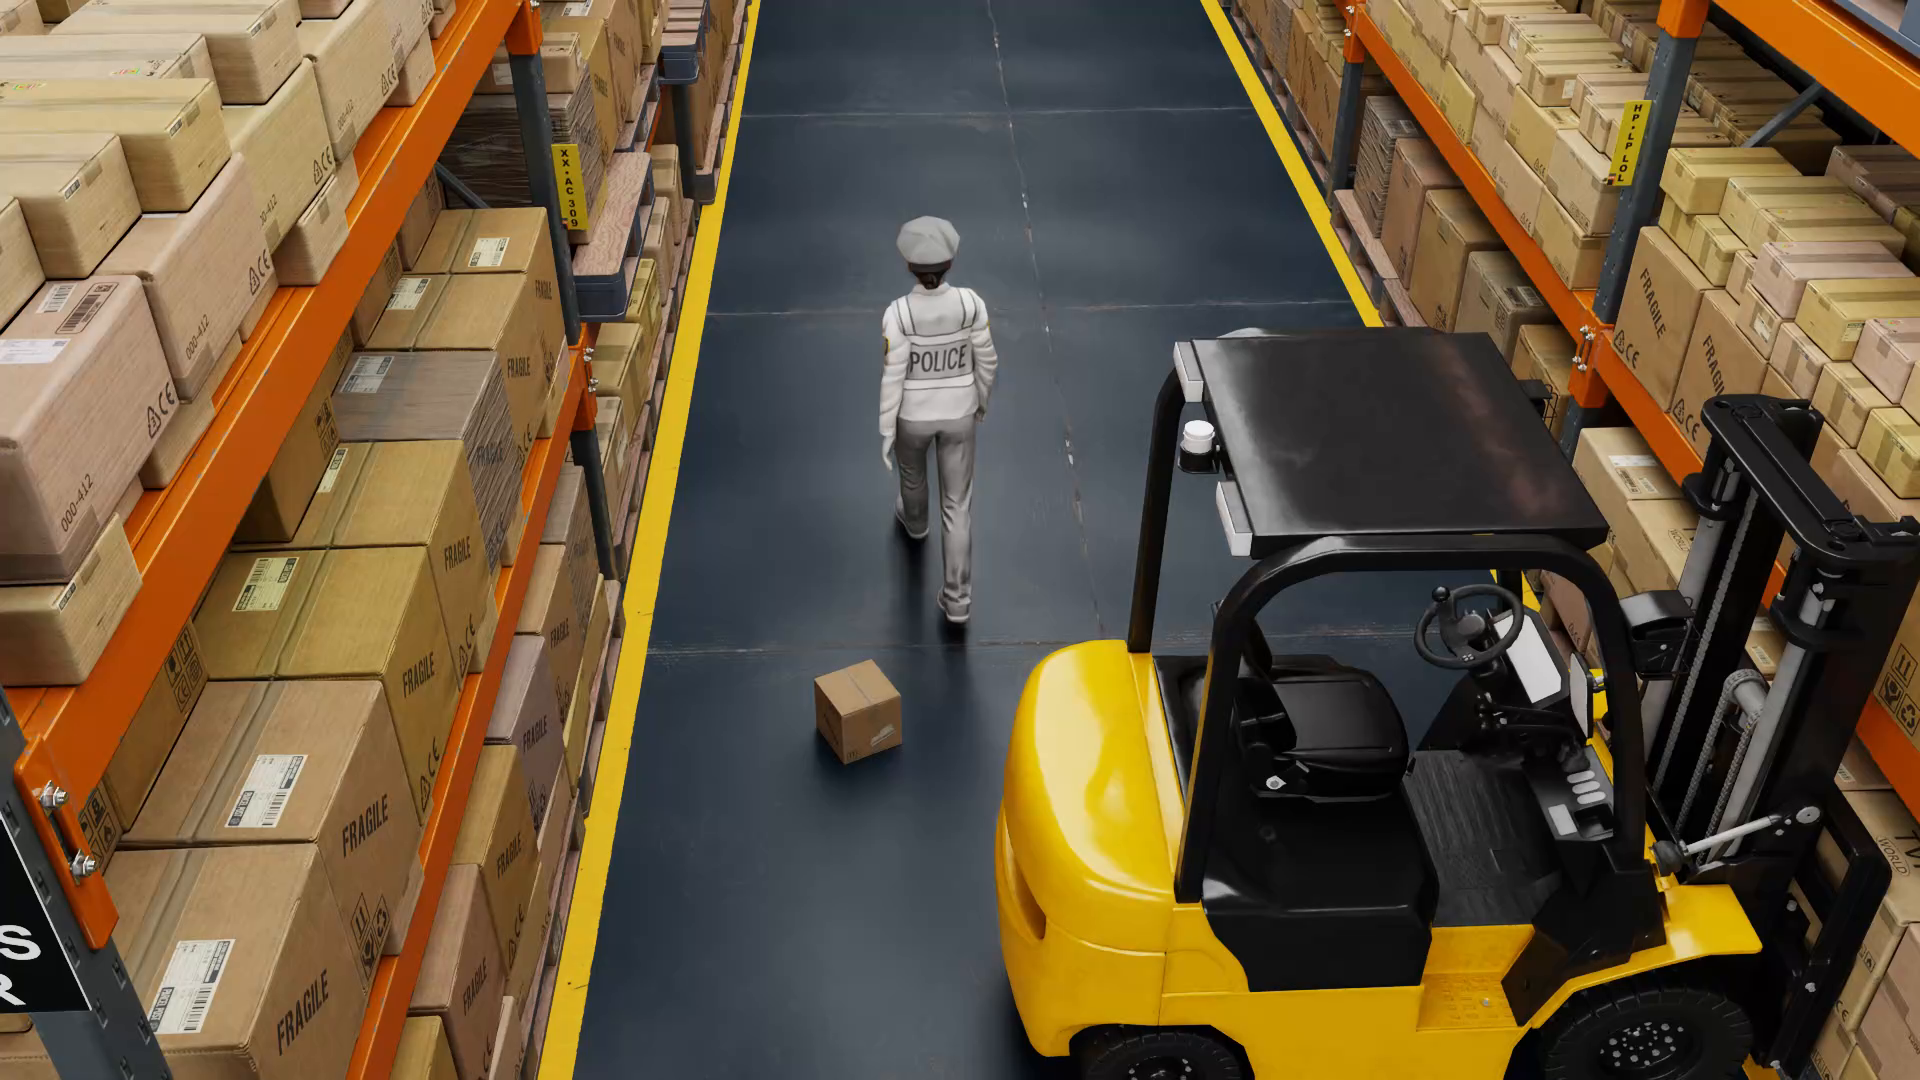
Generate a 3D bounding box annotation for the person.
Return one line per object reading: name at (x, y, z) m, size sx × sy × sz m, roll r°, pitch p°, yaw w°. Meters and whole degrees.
person at (-0.091, -0.535, 6.889) m, size 0.512 × 1.626 × 1.030 m, roll -4°, pitch 36°, yaw -6°
